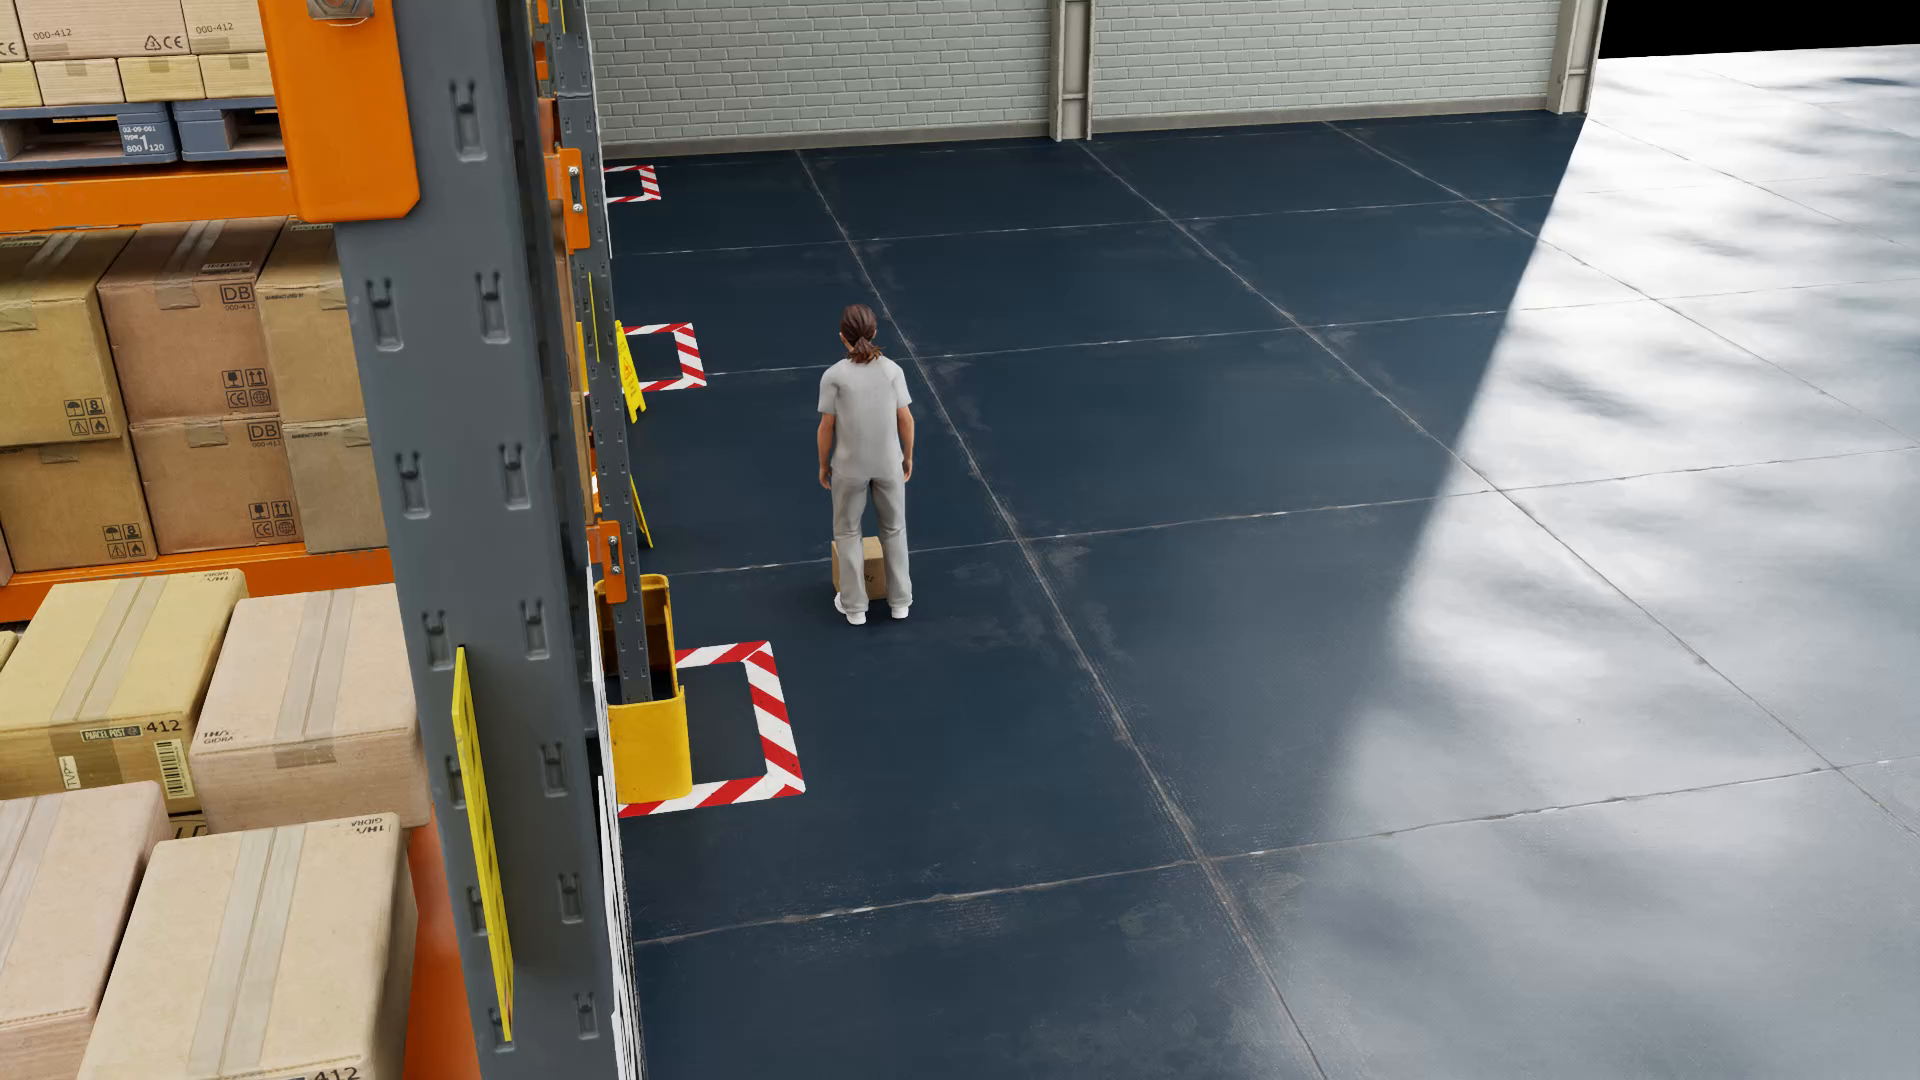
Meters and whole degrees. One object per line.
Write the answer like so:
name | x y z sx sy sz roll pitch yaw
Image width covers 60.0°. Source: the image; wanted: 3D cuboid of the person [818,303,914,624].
person | -0.471 -0.368 8.345 0.485 1.672 0.360 -6 27 -11
